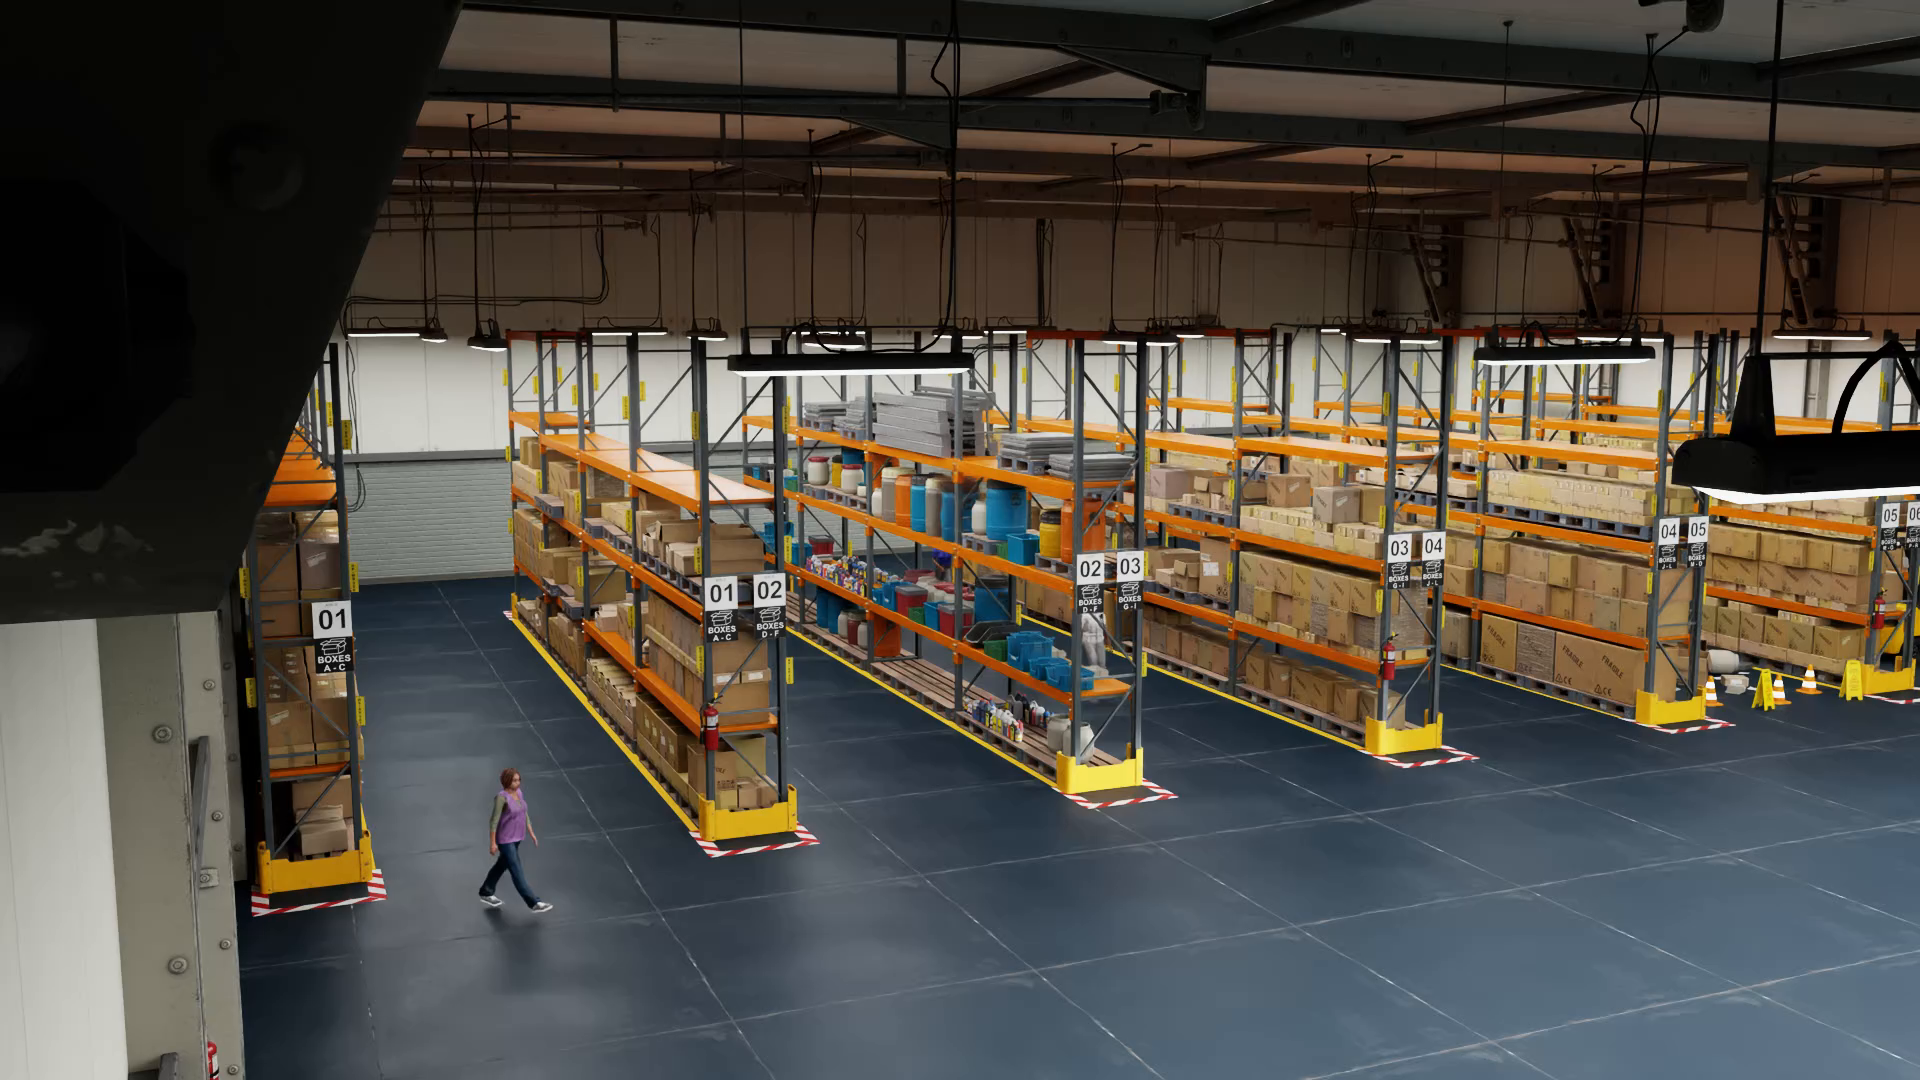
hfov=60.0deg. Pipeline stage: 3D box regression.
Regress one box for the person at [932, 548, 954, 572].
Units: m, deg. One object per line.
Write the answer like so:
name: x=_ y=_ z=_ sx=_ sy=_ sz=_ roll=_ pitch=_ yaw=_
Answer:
person: x=-0.338 y=0.643 z=36.182 sx=0.609 sy=1.567 sz=0.735 roll=-2 pitch=8 yaw=-13

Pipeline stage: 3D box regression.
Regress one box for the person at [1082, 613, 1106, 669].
person: x=2.193 y=1.745 z=27.350 sx=0.413 sy=1.252 sz=0.674 roll=-3 pitch=8 yaw=-24

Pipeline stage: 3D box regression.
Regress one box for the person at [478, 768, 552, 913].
person: x=-4.699 y=3.221 z=17.593 sx=0.993 sy=1.426 sz=0.451 roll=2 pitch=8 yaw=14
